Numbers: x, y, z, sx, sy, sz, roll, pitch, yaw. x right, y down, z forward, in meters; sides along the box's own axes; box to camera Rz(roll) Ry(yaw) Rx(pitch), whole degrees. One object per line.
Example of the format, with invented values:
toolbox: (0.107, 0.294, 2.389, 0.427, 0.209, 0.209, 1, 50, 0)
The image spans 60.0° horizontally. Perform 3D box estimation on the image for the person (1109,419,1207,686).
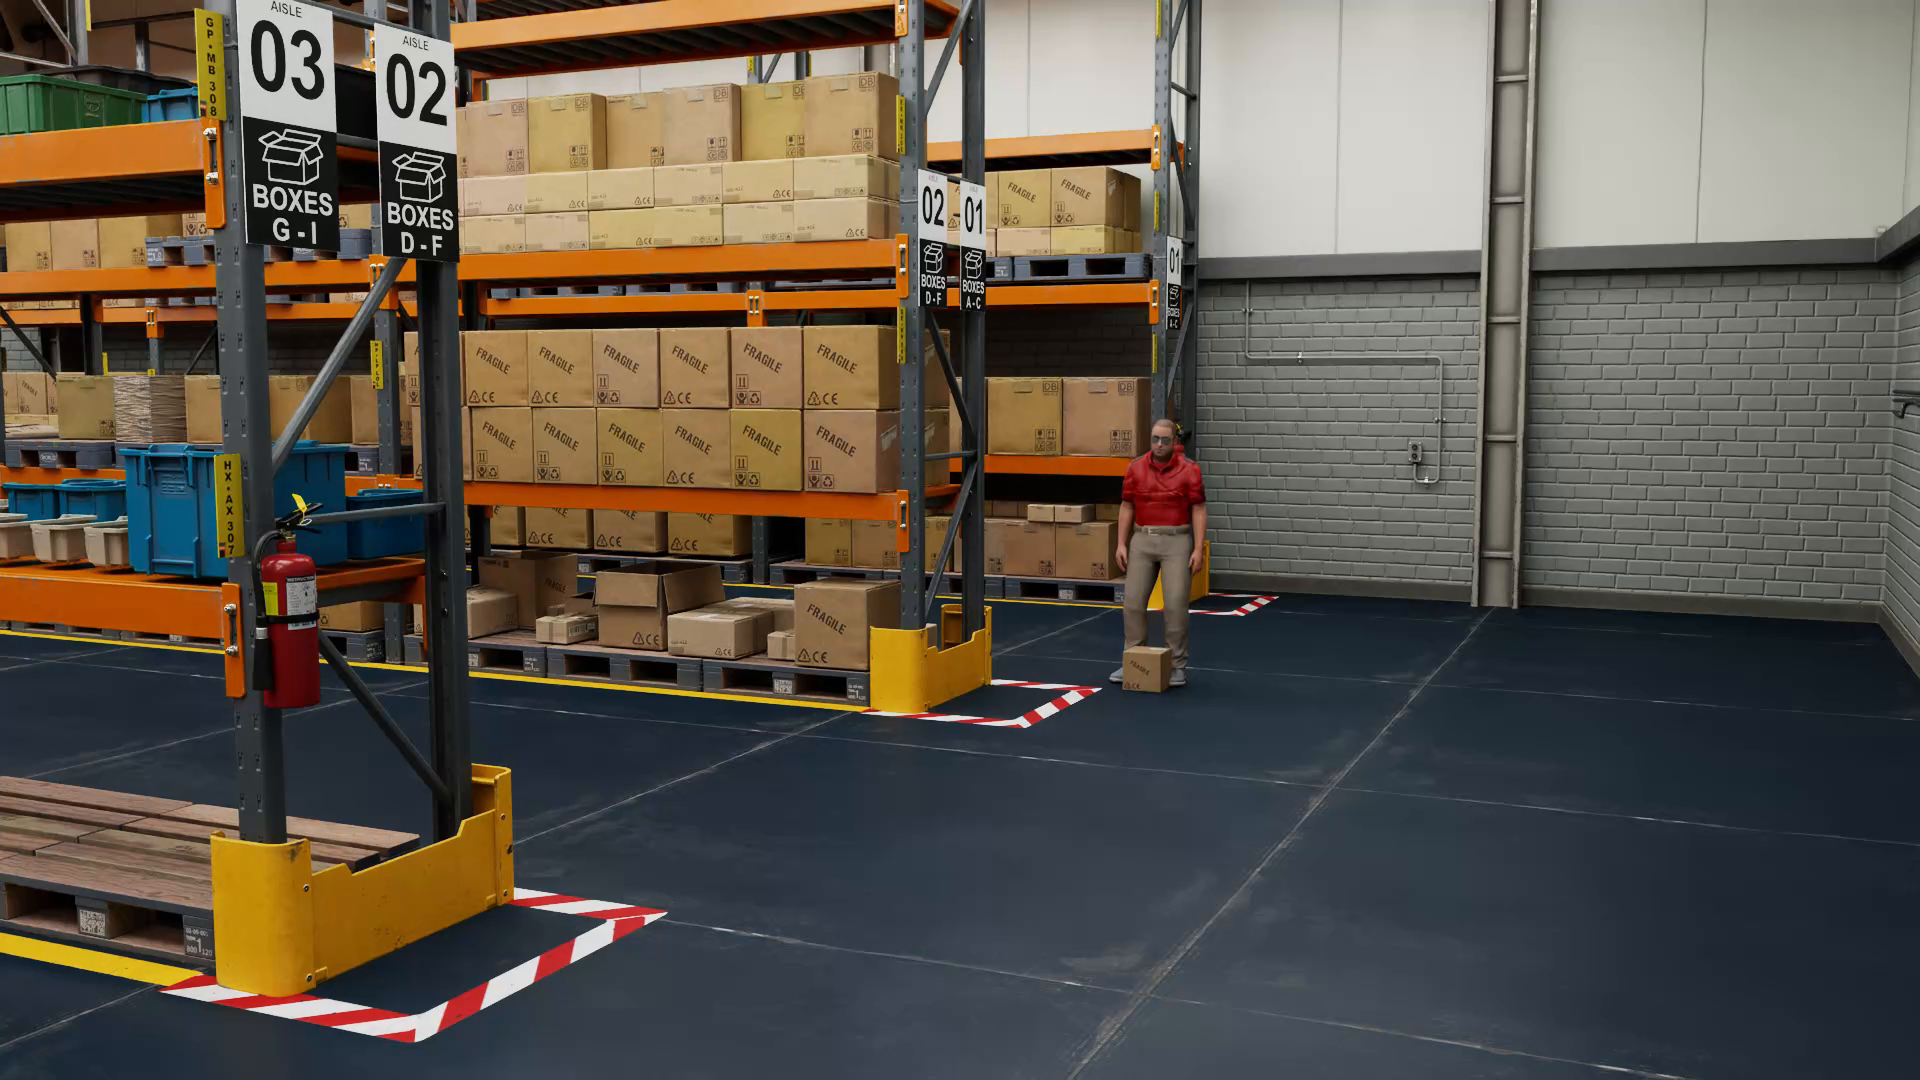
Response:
person: (1.304, 0.072, 10.862, 0.598, 1.725, 0.399, 2, 6, 20)
